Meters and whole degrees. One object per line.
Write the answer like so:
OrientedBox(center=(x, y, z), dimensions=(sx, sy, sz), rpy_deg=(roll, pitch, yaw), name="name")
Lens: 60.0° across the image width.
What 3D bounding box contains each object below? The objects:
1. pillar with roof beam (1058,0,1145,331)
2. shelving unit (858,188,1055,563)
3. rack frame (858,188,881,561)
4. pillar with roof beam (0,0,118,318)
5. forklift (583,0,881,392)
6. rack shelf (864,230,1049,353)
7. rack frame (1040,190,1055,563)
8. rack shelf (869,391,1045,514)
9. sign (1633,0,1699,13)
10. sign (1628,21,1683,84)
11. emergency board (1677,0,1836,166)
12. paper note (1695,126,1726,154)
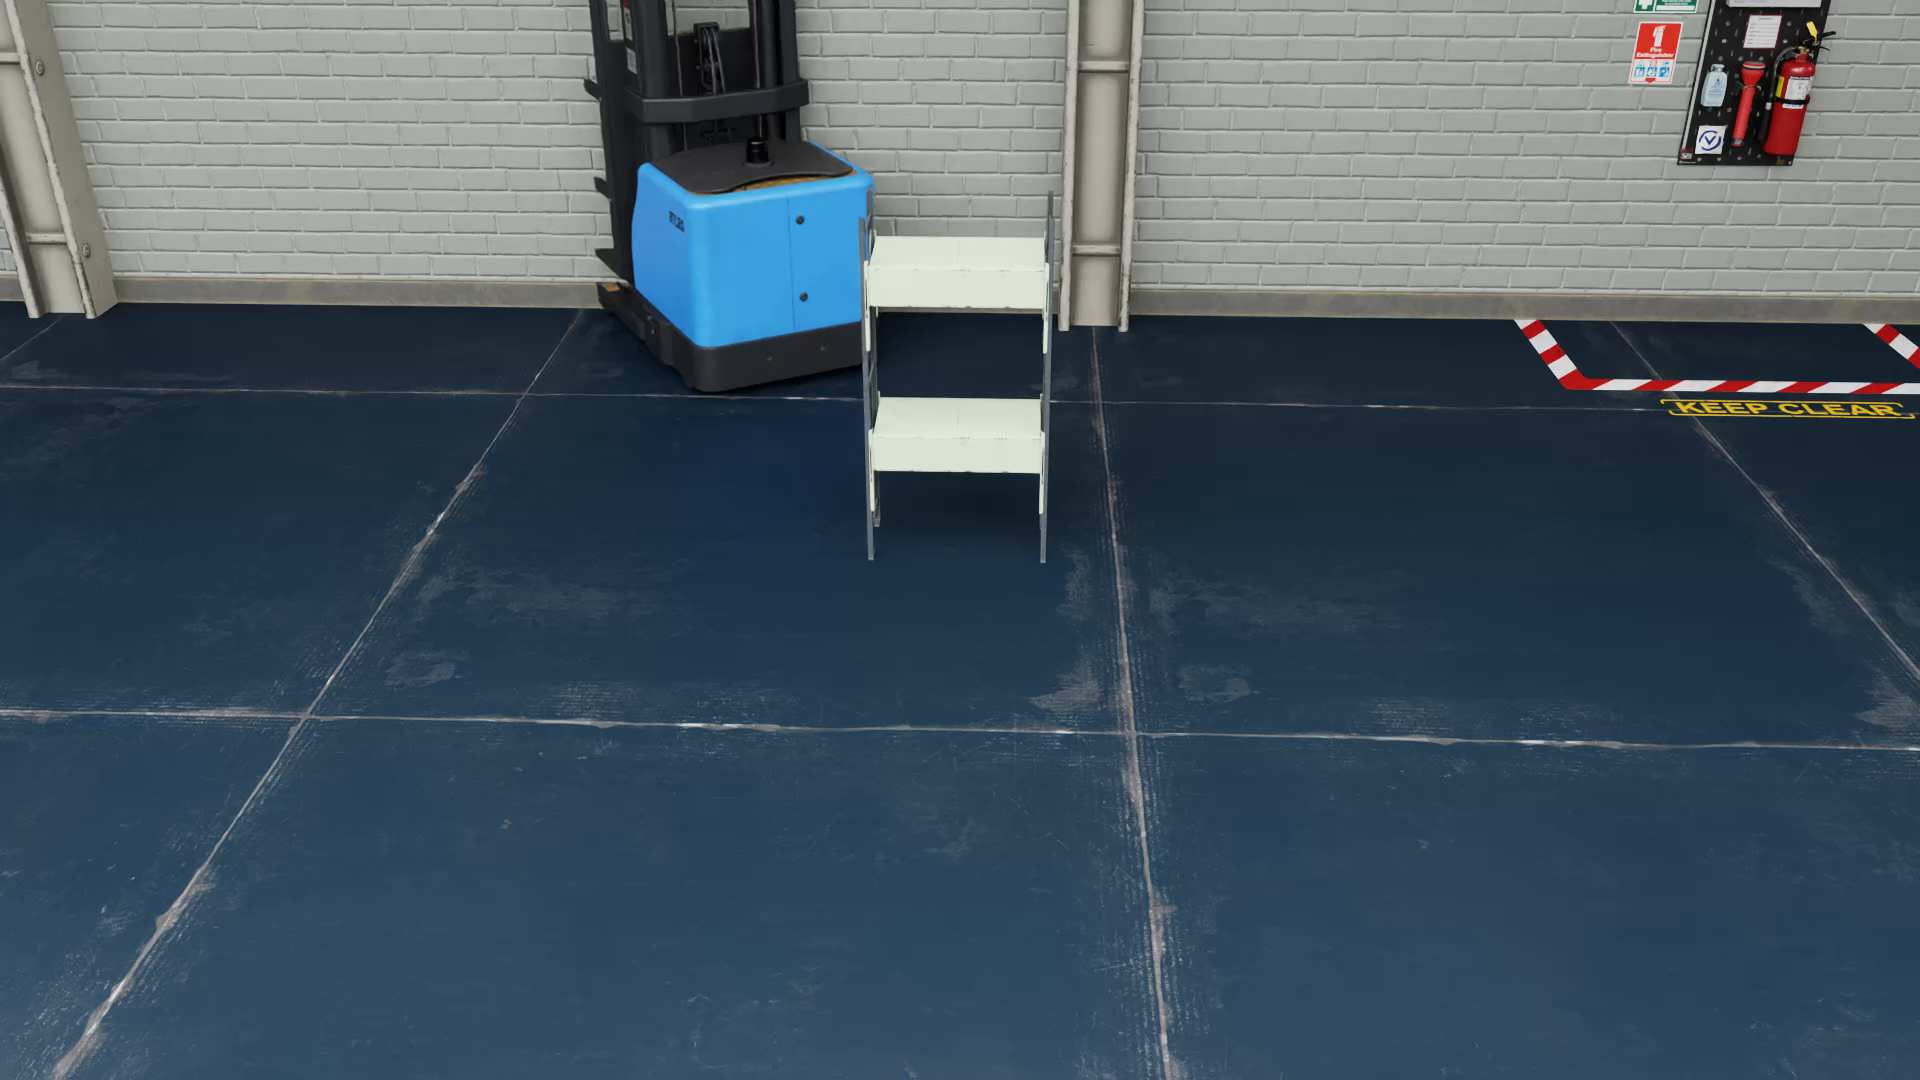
OrientedBox(center=(0.617, -3.228, 3.731), dimensions=(0.400, 9.000, 9.100), rpy_deg=(1, 28, 2), name="pillar with roof beam")
OrientedBox(center=(-0.007, -0.663, 6.899), dimensions=(0.755, 1.500, 0.431), rpy_deg=(1, 28, 2), name="shelving unit")
OrientedBox(center=(-0.372, -0.669, 6.910), dimensions=(0.023, 1.500, 0.400), rpy_deg=(1, 28, 2), name="rack frame")
OrientedBox(center=(-5.380, -3.327, 3.918), dimensions=(0.400, 9.000, 9.100), rpy_deg=(1, 28, 2), name="pillar with roof beam")
OrientedBox(center=(-1.558, -2.713, 9.239), dimensions=(1.130, 2.935, 3.031), rpy_deg=(-14, 31, -24), name="forklift")
OrientedBox(center=(-0.007, -1.008, 6.716), dimensions=(0.720, 0.370, 0.431), rpy_deg=(1, 28, 2), name="rack shelf")
OrientedBox(center=(0.359, -0.657, 6.888), dimensions=(0.023, 1.500, 0.400), rpy_deg=(1, 28, 2), name="rack frame")
OrientedBox(center=(-0.007, -0.375, 7.052), dimensions=(0.720, 0.370, 0.431), rpy_deg=(1, 28, 2), name="rack shelf")
OrientedBox(center=(3.752, -2.855, 8.829), dimensions=(0.331, 0.109, 0.001), rpy_deg=(1, 28, 2), name="sign")
OrientedBox(center=(3.748, -2.625, 8.961), dimensions=(0.234, 0.329, 0.001), rpy_deg=(1, 28, 2), name="sign")
OrientedBox(center=(4.297, -2.552, 8.861), dimensions=(0.643, 1.169, 0.194), rpy_deg=(1, 28, 2), name="emergency board")
OrientedBox(center=(4.122, -2.198, 9.133), dimensions=(0.142, 0.148, 0.016), rpy_deg=(1, 28, 2), name="paper note")
